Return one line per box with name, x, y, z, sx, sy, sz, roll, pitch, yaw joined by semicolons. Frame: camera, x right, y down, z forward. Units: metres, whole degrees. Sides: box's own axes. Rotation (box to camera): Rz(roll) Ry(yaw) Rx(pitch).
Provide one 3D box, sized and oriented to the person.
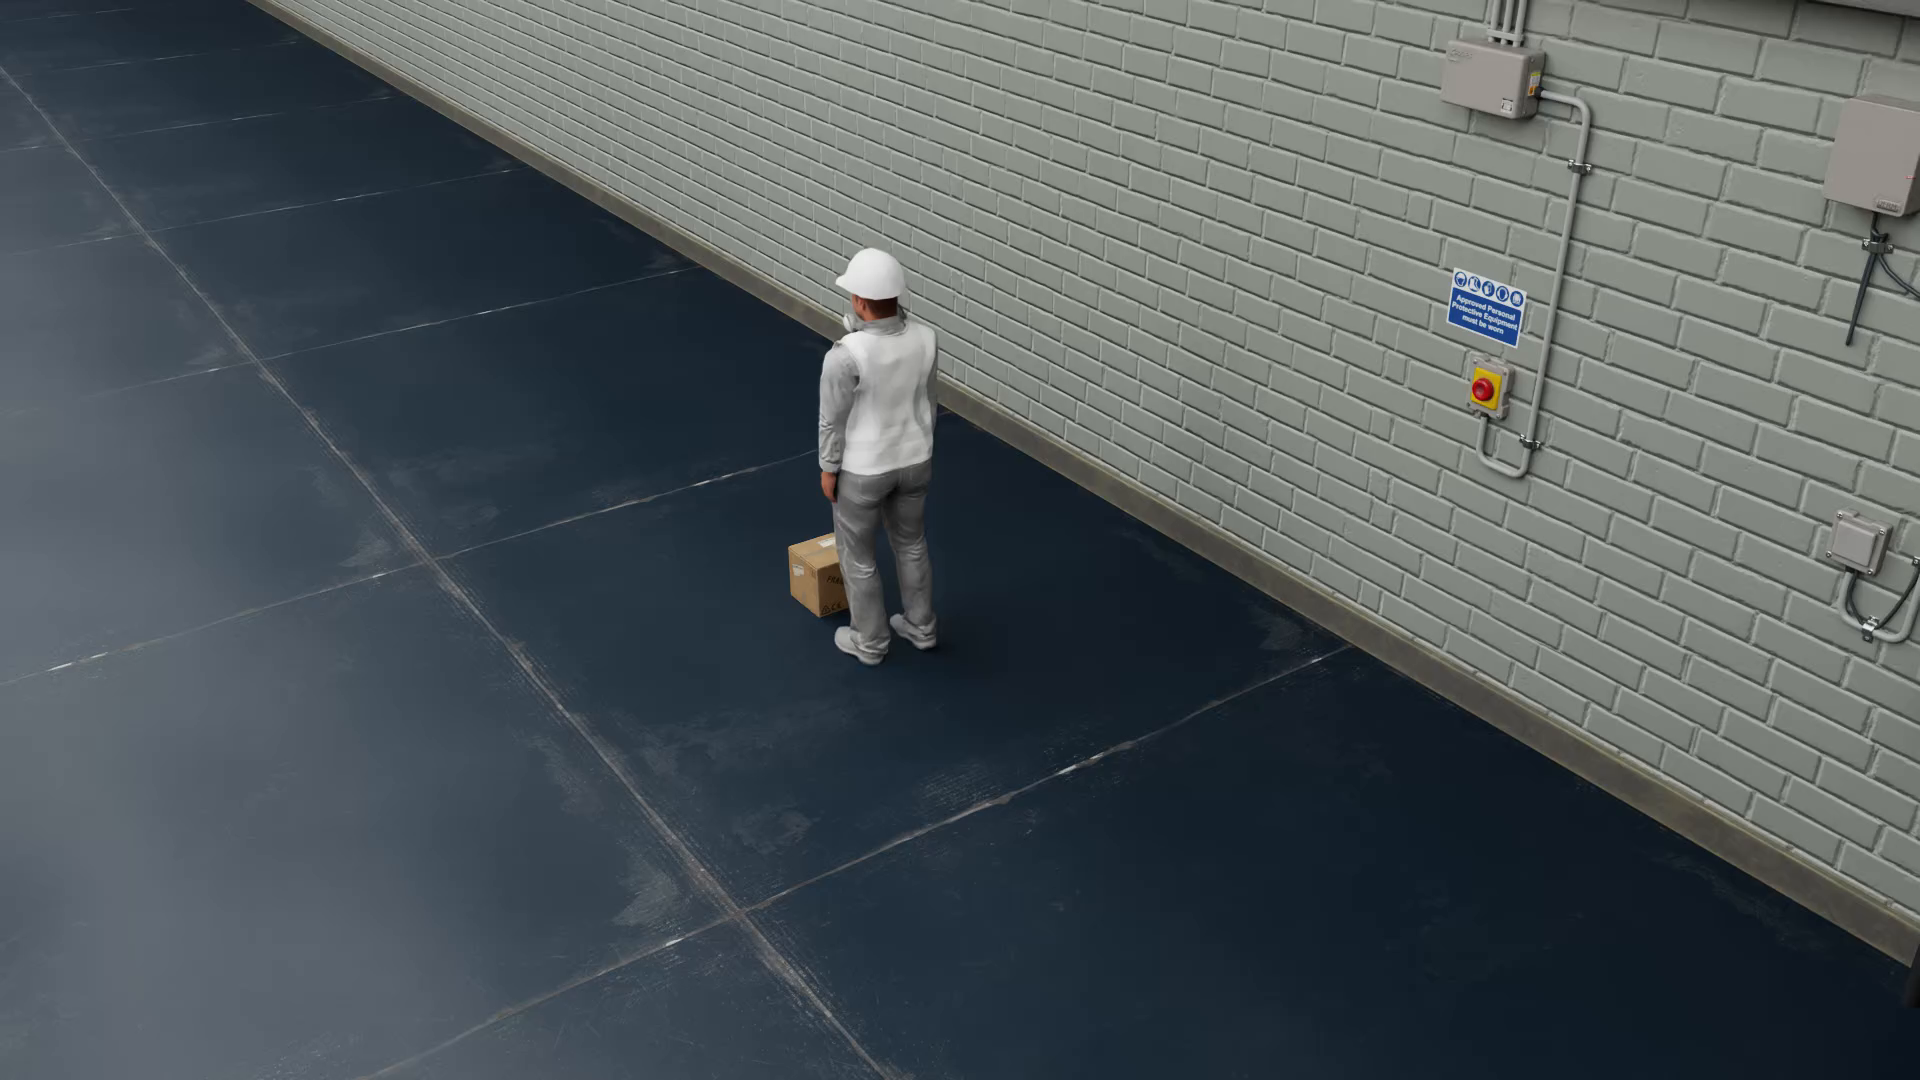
person;-0.335;-0.317;6.706;0.533;1.777;0.359;-18;33;-30
